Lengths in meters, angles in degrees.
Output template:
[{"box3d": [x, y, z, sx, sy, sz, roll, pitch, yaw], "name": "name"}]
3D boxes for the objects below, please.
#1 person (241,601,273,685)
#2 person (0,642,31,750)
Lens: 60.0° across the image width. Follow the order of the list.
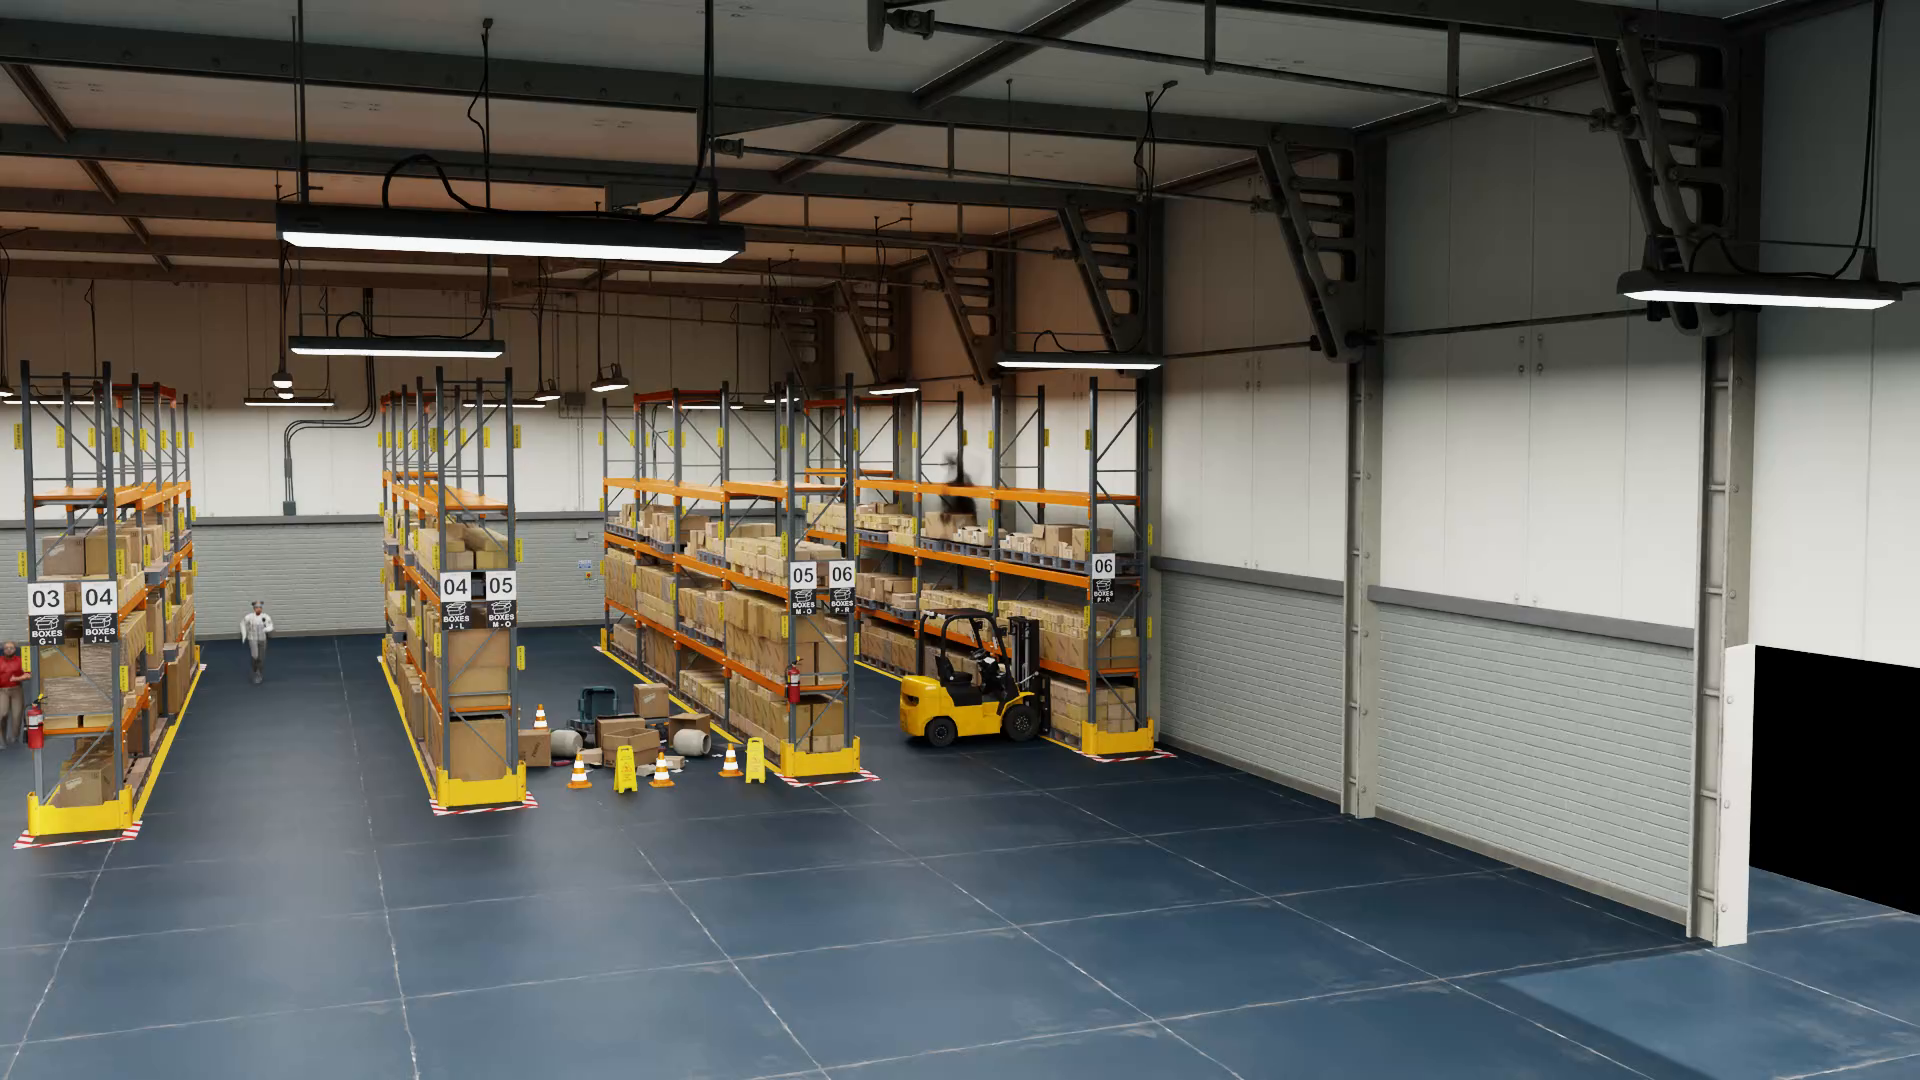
[{"box3d": [-14.448, 2.106, 34.224, 0.572, 1.738, 0.810, -2, 4, -33], "name": "person"}, {"box3d": [-15.408, 2.535, 26.955, 0.634, 1.762, 0.710, -2, 4, -31], "name": "person"}]
